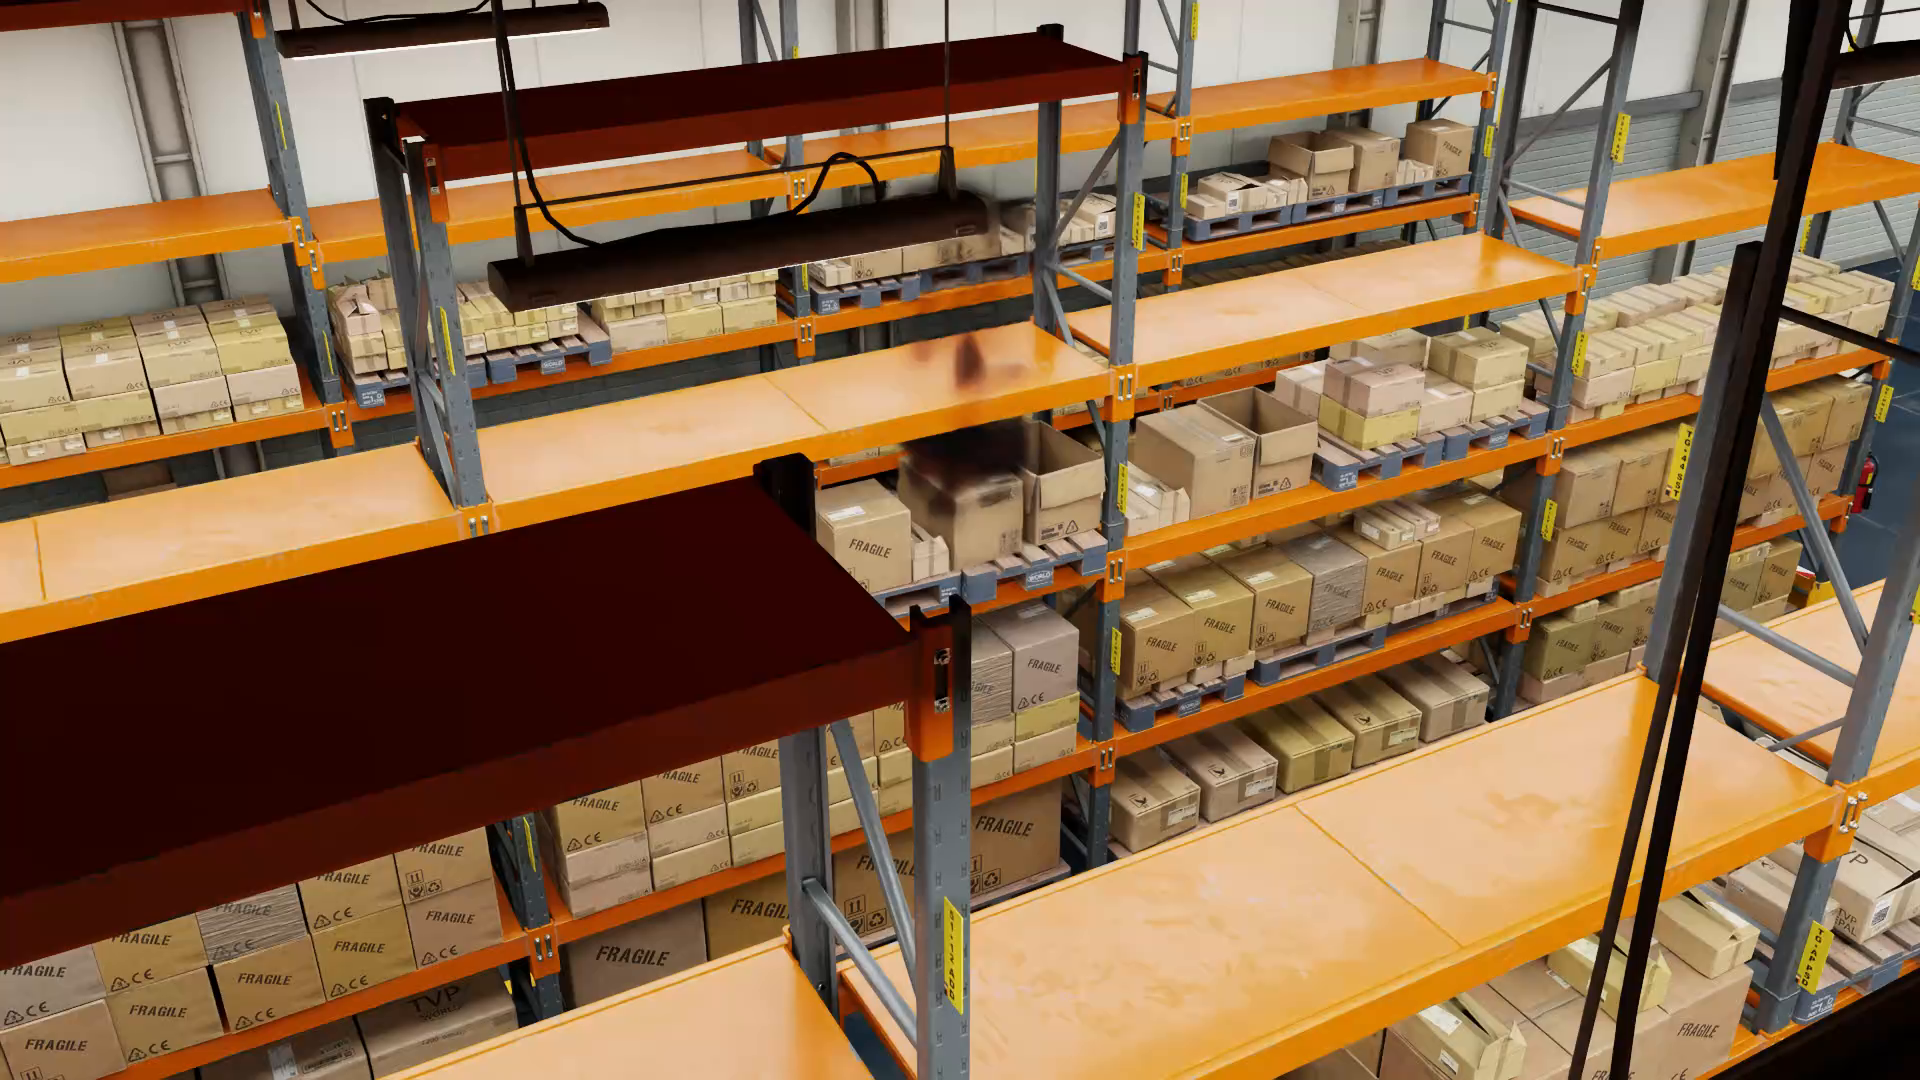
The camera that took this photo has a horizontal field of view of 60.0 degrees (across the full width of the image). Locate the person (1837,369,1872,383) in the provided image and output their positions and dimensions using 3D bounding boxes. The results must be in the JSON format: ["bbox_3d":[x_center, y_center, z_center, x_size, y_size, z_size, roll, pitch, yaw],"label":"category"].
[{"bbox_3d":[9.516,-1.502,18.069,0.755,1.743,1.064,20,34,33],"label":"person"}]
